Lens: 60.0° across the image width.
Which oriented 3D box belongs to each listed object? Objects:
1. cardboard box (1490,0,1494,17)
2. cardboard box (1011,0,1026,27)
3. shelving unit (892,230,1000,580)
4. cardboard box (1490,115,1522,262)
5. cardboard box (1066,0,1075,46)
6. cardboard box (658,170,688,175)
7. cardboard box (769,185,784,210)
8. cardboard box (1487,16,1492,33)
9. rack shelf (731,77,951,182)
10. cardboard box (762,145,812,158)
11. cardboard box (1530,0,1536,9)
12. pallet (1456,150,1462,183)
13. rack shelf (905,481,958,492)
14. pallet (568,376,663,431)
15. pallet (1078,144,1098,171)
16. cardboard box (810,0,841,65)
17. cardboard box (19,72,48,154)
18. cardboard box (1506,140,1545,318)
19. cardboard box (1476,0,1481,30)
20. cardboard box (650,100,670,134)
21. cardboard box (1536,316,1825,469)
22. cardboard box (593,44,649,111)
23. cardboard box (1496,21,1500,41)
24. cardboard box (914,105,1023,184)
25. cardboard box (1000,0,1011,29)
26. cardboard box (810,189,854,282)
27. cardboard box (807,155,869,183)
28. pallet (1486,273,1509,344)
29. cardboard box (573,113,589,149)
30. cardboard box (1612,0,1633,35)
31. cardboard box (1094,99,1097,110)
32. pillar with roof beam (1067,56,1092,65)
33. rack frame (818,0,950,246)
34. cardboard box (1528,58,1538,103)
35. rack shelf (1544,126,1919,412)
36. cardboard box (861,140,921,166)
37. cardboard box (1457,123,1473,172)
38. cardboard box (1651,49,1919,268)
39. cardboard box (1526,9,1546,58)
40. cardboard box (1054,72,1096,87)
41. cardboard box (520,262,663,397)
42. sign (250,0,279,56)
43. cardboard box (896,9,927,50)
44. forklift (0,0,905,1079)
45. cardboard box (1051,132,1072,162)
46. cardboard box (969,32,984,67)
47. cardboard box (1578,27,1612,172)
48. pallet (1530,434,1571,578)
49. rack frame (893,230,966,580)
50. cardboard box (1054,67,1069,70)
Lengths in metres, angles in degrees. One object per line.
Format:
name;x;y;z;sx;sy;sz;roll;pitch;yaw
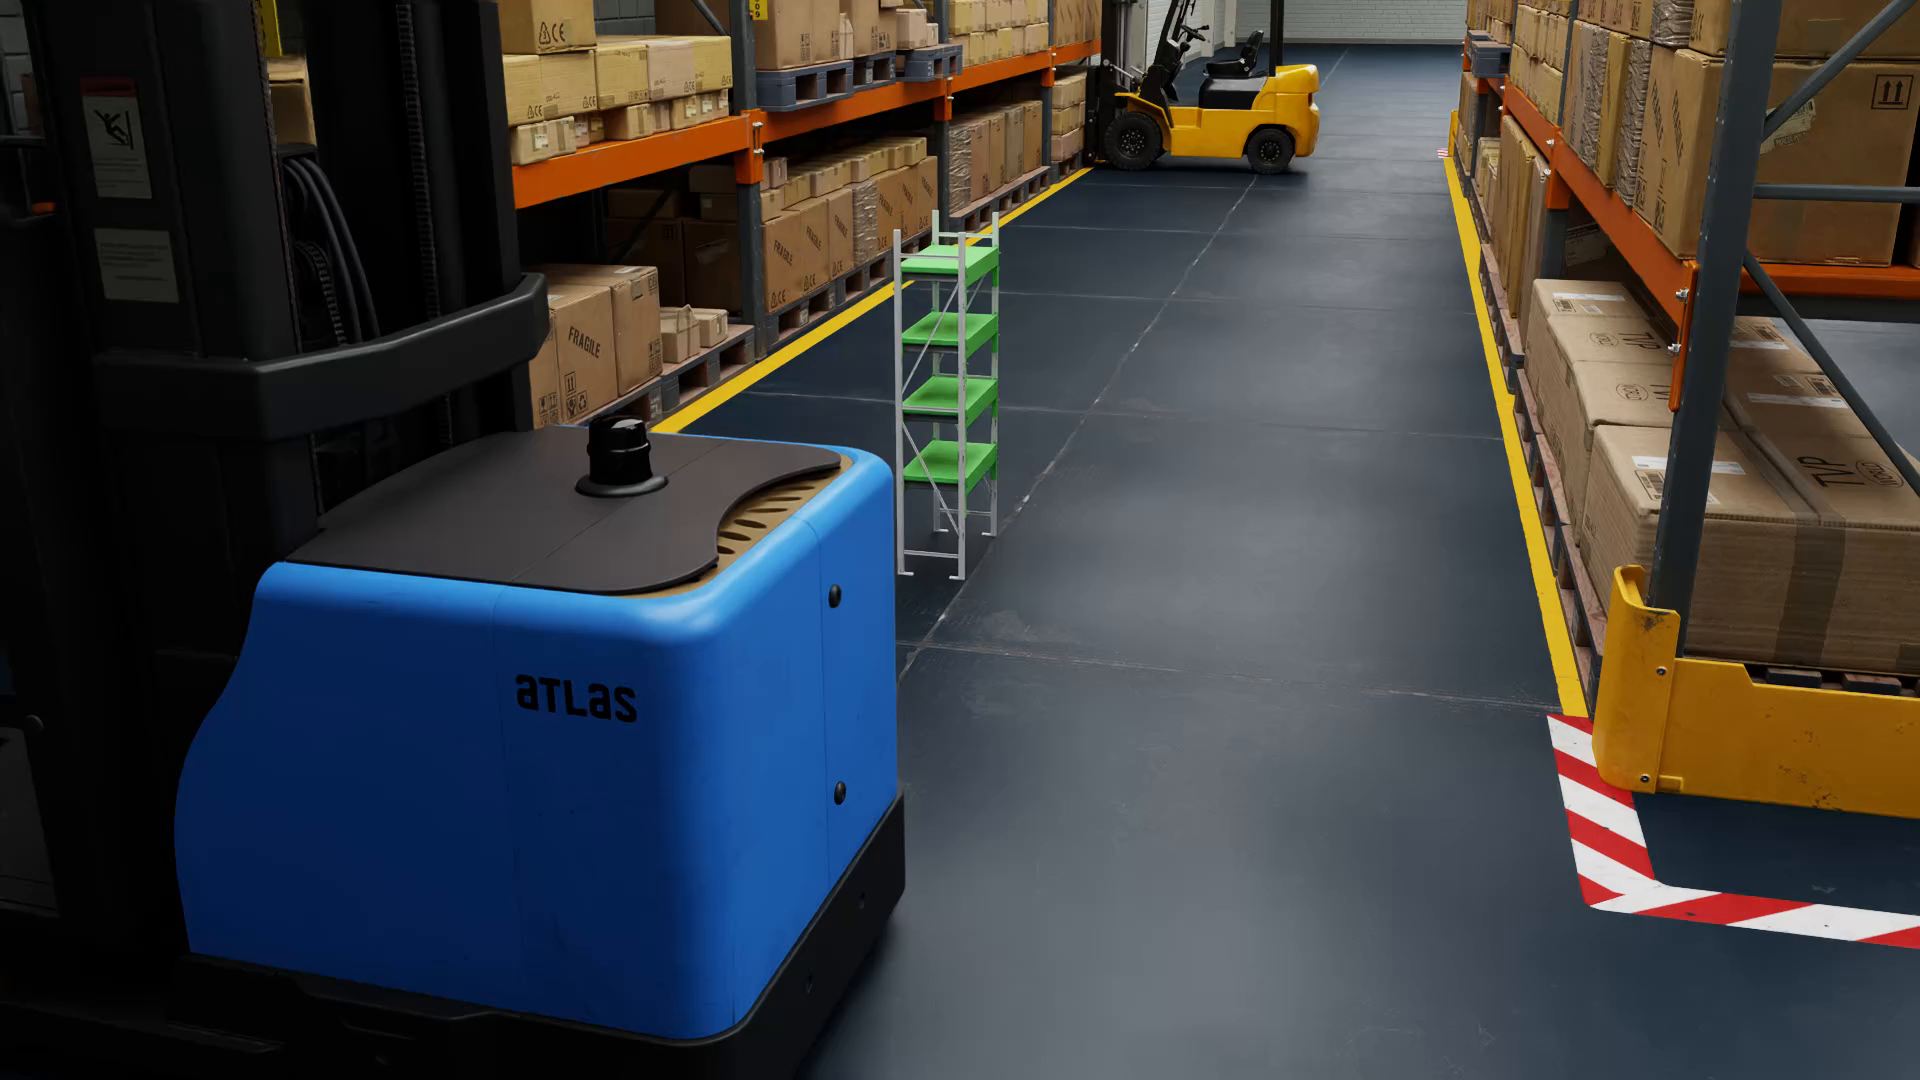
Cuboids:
cardboard box;4.448;-4.343;12.997;0.500;0.500;0.500;4;19;11
cardboard box;0.276;-4.684;14.490;0.505;0.399;0.505;5;19;14
shelving unit;7.155;-1.278;8.074;13.061;1.200;8.595;5;19;13
cardboard box;3.985;-2.283;10.868;0.875;0.875;0.875;4;19;13
cardboard box;0.870;-5.274;16.834;0.500;0.500;0.500;5;19;14
cardboard box;-1.600;-2.140;10.025;0.380;0.149;0.250;4;19;11
cardboard box;-1.219;-1.944;9.451;0.380;0.149;0.250;4;19;12
cardboard box;4.701;-4.407;14.189;0.380;0.149;0.250;5;20;14
rack shelf;-1.068;-2.723;10.632;1.077;0.370;4.000;5;19;13
cardboard box;-1.240;-2.631;11.464;0.380;0.149;0.250;4;19;11
cardboard box;7.027;-4.727;11.663;5.801;1.807;6.767;5;20;15
pallet;5.638;-3.830;17.076;1.003;0.211;1.213;5;19;13
rack shelf;-0.040;-0.255;5.931;0.199;0.029;0.442;5;19;13
pallet;-2.022;-0.518;7.378;1.003;0.211;1.213;5;19;13
pallet;0.929;-4.254;18.315;1.003;0.211;1.213;5;19;13
cardboard box;-1.095;-2.979;9.464;0.700;0.500;0.500;5;19;14
cardboard box;-2.679;-1.418;5.469;0.500;0.250;0.500;5;20;15
cardboard box;3.544;-1.723;9.230;0.966;0.875;0.966;3;19;9
cardboard box;5.321;-5.225;16.229;0.500;0.500;0.500;5;20;15
cardboard box;-1.563;-1.951;7.648;0.380;0.149;0.250;5;20;15
cardboard box;2.782;-0.563;6.509;0.875;0.438;0.875;4;19;12
cardboard box;-1.688;-2.014;7.215;0.500;0.250;0.500;5;19;13
cardboard box;4.169;-3.751;12.268;0.380;0.149;0.250;4;19;11
cardboard box;0.584;-4.276;17.090;0.963;0.625;4.871;5;19;14
cardboard box;0.135;-4.457;14.055;0.500;0.250;0.500;5;19;14
cardboard box;-0.974;-1.910;10.356;0.500;0.500;0.500;4;19;12
cardboard box;-0.806;-2.425;10.860;0.380;0.149;0.250;4;19;11
pallet;3.669;-1.358;9.835;1.003;0.211;1.213;5;19;13
cardboard box;-1.784;-1.716;6.958;0.380;0.149;0.250;5;19;13
cardboard box;2.515;-1.961;5.586;0.500;0.500;0.500;5;19;13
cardboard box;1.195;-4.678;18.074;0.500;0.250;0.500;5;19;13
pillar with roof beam;5.971;-10.430;22.802;9.100;9.000;0.400;5;19;13
rack frame;-0.580;-3.690;12.351;1.000;3.000;0.127;5;19;13
cardboard box;3.512;-2.614;9.431;0.500;0.250;0.500;5;19;13
rack shelf;2.768;-1.078;5.817;1.077;0.370;4.000;5;19;13
cardboard box;-0.491;-2.750;11.813;0.380;0.149;0.250;4;19;11
cardboard box;6.535;-2.821;10.334;6.524;2.239;14.433;5;20;15
cardboard box;2.141;-1.011;4.353;0.500;0.500;0.500;5;19;14
cardboard box;3.473;-2.851;9.351;0.500;0.250;0.500;5;19;14
cardboard box;1.201;-4.922;18.014;0.500;0.250;0.500;4;19;12
cardboard box;-1.793;-0.973;7.613;0.700;0.500;0.500;4;19;11
sign;-2.008;-1.550;4.745;0.100;0.325;0.005;5;19;13
cardboard box;-0.524;-3.462;11.264;0.500;0.250;0.500;4;19;11
forklift;2.133;-0.393;2.941;10.579;2.843;2.598;5;20;15
cardboard box;0.837;-3.967;16.765;0.500;0.250;0.500;5;19;14
cardboard box;-0.107;-3.896;13.186;0.500;0.250;0.500;4;19;12
cardboard box;2.634;-1.654;6.234;0.500;0.500;0.500;5;19;14
pallet;2.699;-0.110;6.184;1.003;0.211;1.213;5;19;13
rack frame;-0.100;-0.439;5.618;0.240;1.200;0.015;5;19;13
cardboard box;0.955;-5.276;19.050;0.500;0.250;0.500;5;19;13
